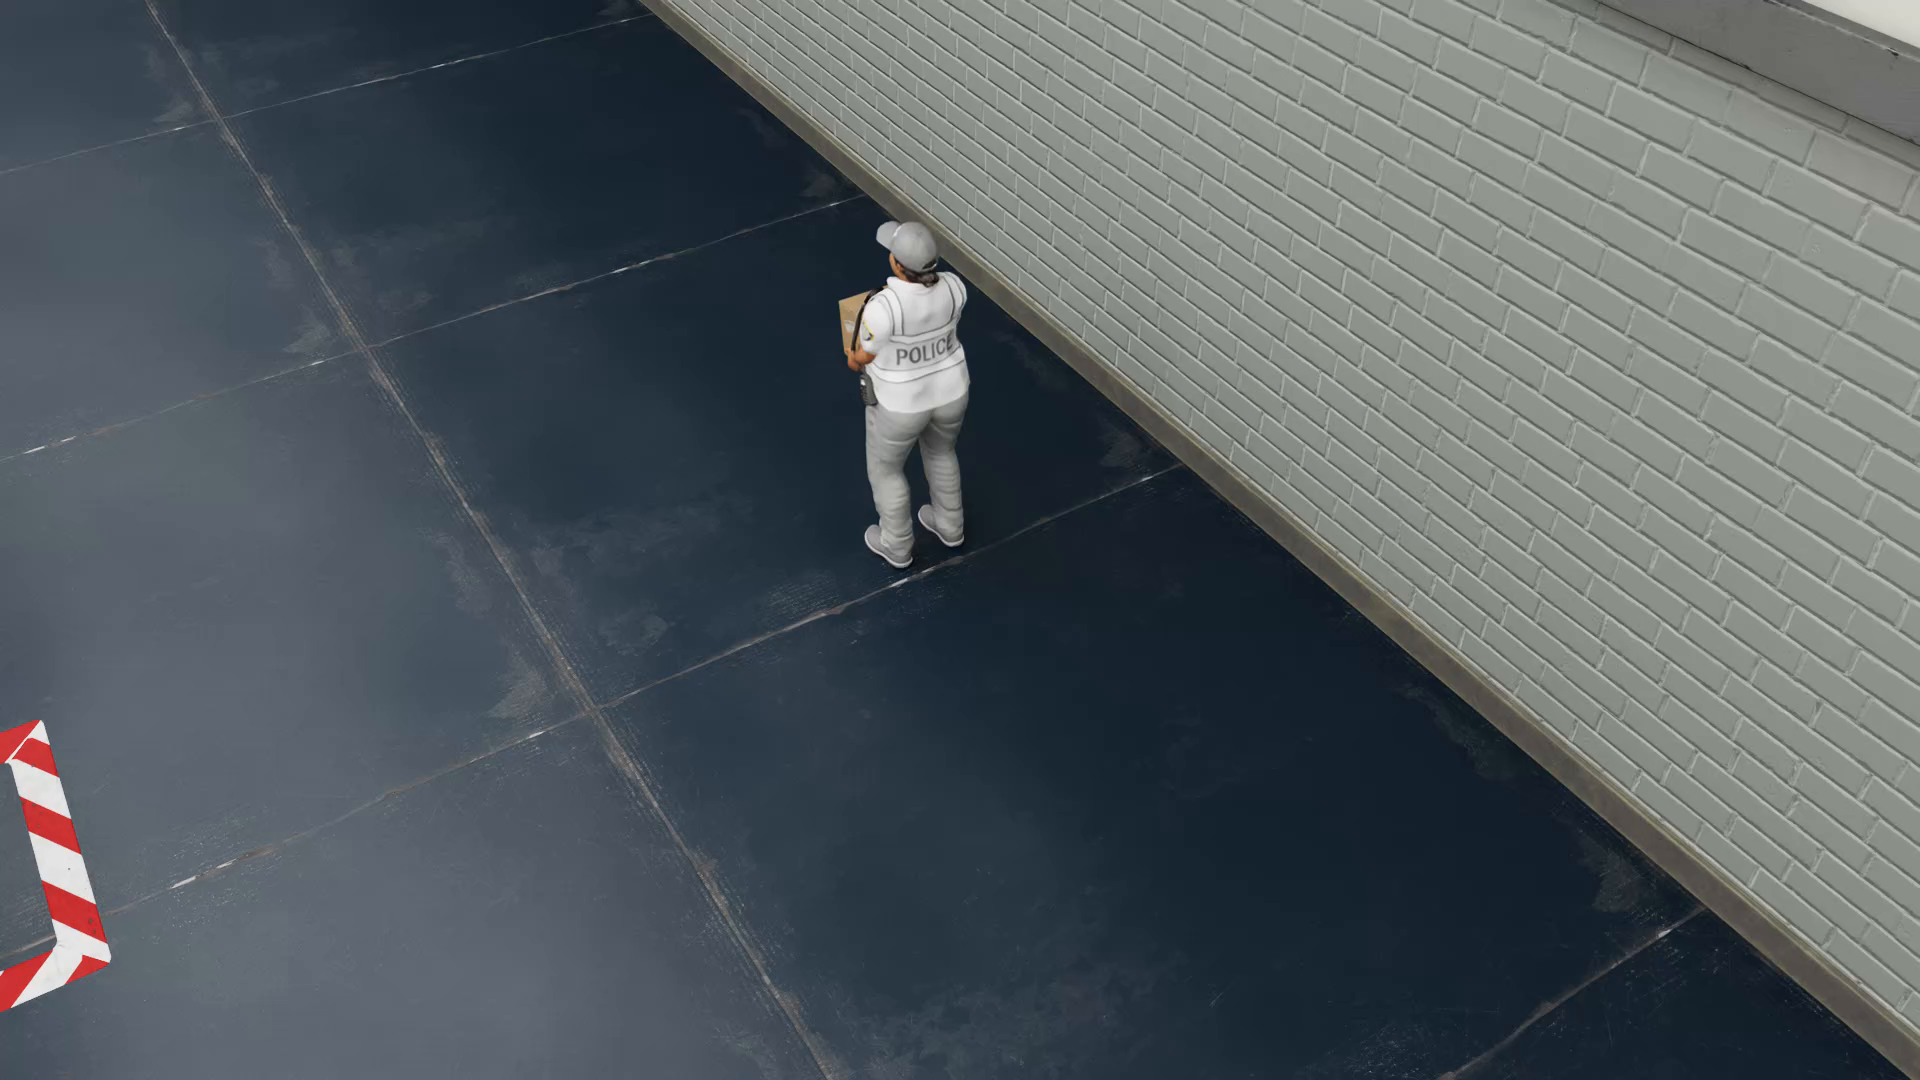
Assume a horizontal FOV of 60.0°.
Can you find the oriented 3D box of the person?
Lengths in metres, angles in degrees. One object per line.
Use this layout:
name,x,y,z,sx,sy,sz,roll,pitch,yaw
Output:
person,-0.235,-0.643,6.902,0.452,1.653,0.521,-23,46,-24
